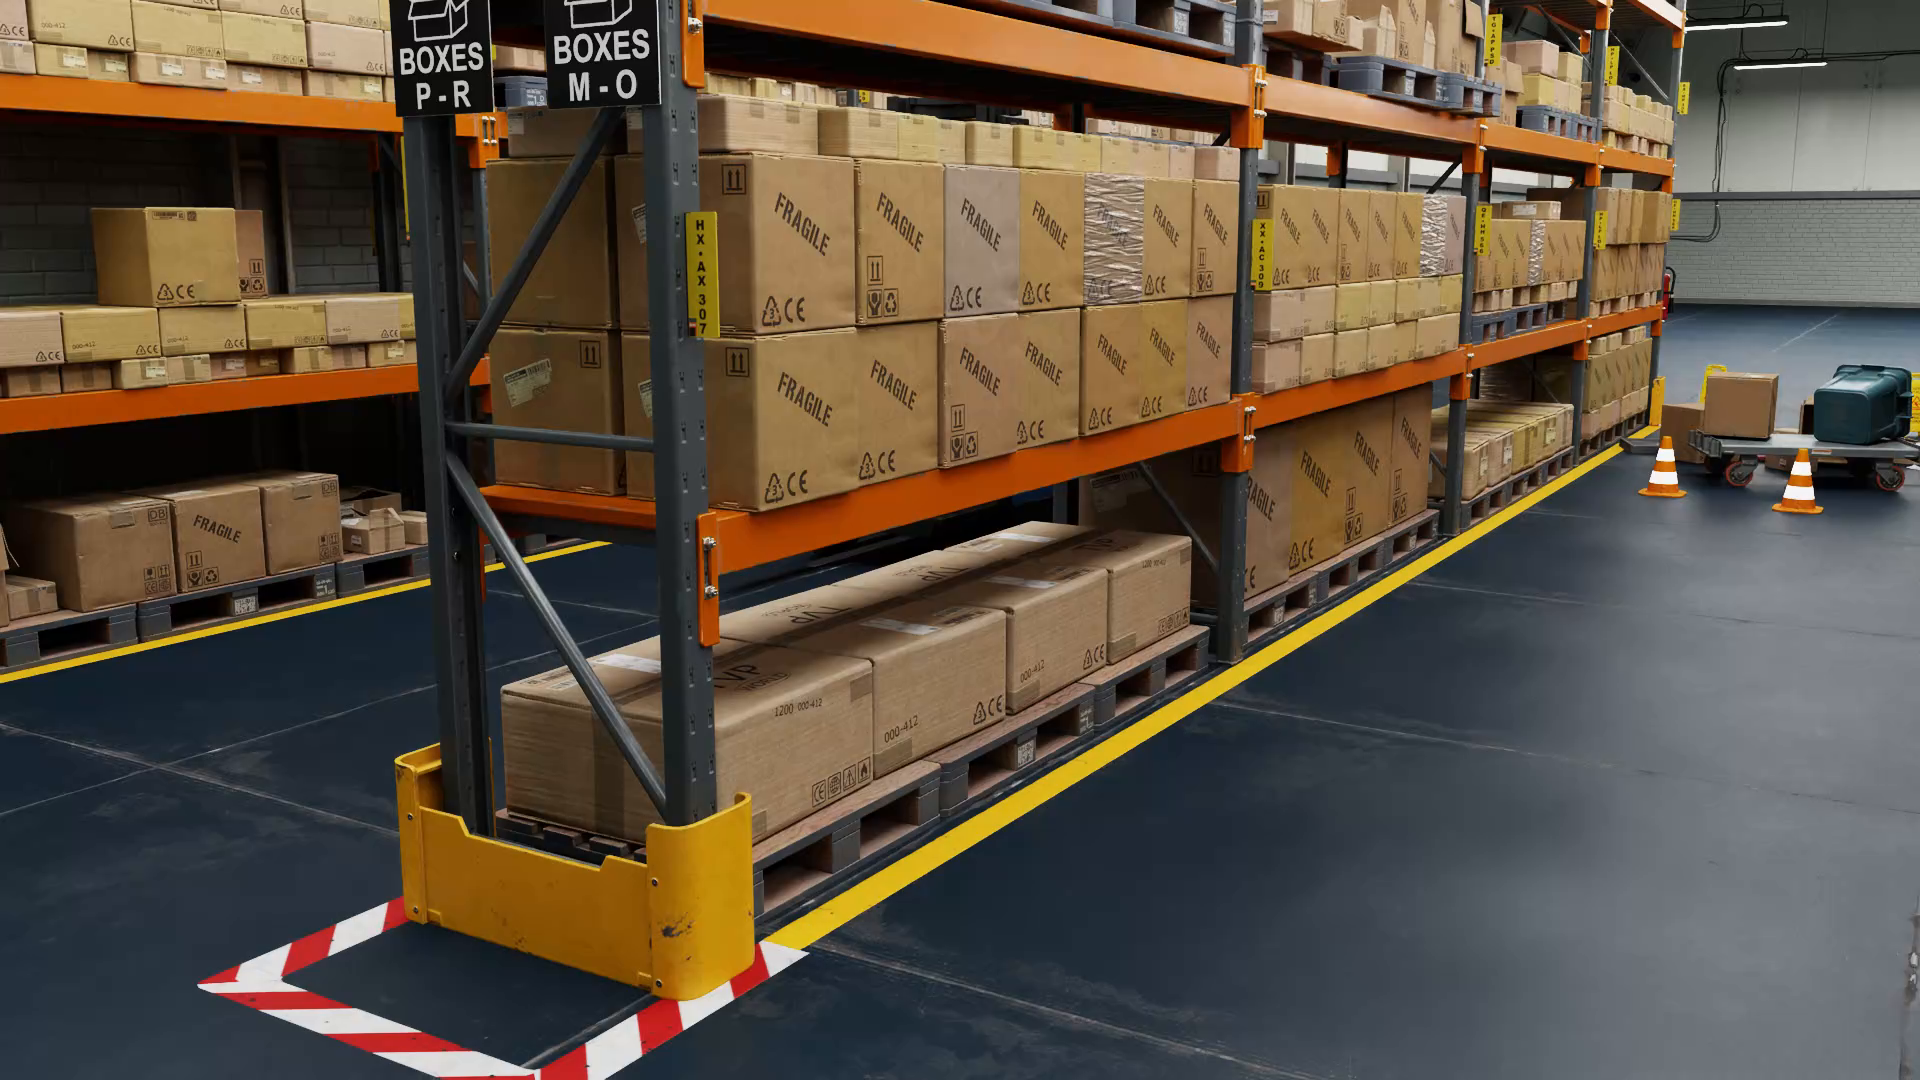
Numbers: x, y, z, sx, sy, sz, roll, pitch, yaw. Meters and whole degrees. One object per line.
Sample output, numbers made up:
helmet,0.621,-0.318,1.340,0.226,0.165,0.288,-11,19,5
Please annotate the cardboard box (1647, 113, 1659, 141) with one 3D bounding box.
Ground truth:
cardboard box,6.597,-4.081,16.466,0.500,0.250,0.500,7,13,32

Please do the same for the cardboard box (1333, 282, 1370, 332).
cardboard box,1.931,-1.290,9.158,0.500,0.250,0.500,7,12,31

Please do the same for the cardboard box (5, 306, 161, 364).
cardboard box,-4.403,-1.037,8.353,0.500,0.250,0.500,6,12,30

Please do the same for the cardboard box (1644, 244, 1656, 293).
cardboard box,6.850,-2.807,17.132,0.500,0.500,0.500,6,12,31

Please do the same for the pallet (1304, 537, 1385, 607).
pallet,1.899,0.135,10.074,1.003,0.211,1.213,6,12,31

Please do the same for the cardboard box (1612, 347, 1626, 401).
cardboard box,6.159,-1.630,16.216,0.500,0.500,0.500,7,13,34

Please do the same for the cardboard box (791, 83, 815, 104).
cardboard box,-1.367,-3.496,13.065,0.380,0.149,0.250,6,12,29

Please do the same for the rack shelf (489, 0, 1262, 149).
rack shelf,-0.109,-1.721,6.212,1.077,0.370,4.000,6,12,31

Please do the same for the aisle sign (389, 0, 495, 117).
aisle sign,-1.449,-1.582,4.600,0.394,0.787,0.004,6,12,31

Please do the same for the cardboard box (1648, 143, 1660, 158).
cardboard box,6.945,-3.989,17.056,0.380,0.149,0.250,7,13,32

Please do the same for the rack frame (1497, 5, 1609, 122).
rack frame,5.083,-5.121,14.271,1.000,3.000,0.127,6,12,31

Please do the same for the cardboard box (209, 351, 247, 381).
cardboard box,-4.080,-0.949,8.971,0.380,0.149,0.250,6,12,31

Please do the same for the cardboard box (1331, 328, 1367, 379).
cardboard box,1.931,-1.045,9.209,0.500,0.250,0.500,6,12,30

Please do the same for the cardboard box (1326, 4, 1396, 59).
cardboard box,2.178,-2.783,9.156,0.396,0.266,0.258,8,13,35

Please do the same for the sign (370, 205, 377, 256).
sign,-3.791,-2.010,10.806,0.100,0.325,0.005,6,12,31

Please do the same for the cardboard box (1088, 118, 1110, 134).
cardboard box,1.332,-4.294,17.274,0.380,0.149,0.250,7,13,32

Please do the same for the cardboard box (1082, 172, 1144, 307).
cardboard box,0.394,-1.195,6.609,0.500,0.500,0.500,7,12,31

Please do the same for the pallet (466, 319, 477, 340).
pallet,-2.806,-1.409,11.265,1.003,0.211,1.213,6,12,31

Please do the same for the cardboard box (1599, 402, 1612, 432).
cardboard box,5.888,-1.180,15.849,0.500,0.250,0.500,7,13,34

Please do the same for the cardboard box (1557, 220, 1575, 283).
cardboard box,4.783,-2.402,13.825,0.500,0.500,0.500,6,12,31

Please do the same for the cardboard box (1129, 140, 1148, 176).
cardboard box,0.558,-1.584,6.928,0.380,0.149,0.250,6,12,30

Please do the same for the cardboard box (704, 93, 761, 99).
cardboard box,-1.817,-3.156,12.332,0.500,0.250,0.500,6,12,31

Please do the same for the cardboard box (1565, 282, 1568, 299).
cardboard box,4.900,-2.109,14.022,0.380,0.149,0.250,6,12,29

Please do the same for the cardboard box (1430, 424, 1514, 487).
cardboard box,3.685,-0.663,12.759,0.950,0.372,0.625,6,12,30

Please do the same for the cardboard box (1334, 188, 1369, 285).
cardboard box,1.907,-1.658,9.086,0.500,0.500,0.500,6,12,29

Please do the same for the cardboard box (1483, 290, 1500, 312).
cardboard box,3.691,-1.740,12.052,0.380,0.149,0.250,5,12,27

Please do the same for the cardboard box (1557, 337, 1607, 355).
cardboard box,5.737,-1.796,15.341,0.380,0.149,0.250,7,12,32

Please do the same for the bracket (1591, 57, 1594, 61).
bracket,16.110,-12.184,42.213,0.076,0.066,4.783,6,12,31

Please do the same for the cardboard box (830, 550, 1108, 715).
cardboard box,0.048,0.368,7.074,0.875,0.438,0.875,6,12,29

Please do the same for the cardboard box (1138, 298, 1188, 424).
cardboard box,0.645,-0.785,7.138,0.500,0.500,0.500,6,12,29

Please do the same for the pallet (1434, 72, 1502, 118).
pallet,2.718,-2.819,10.636,1.213,0.211,1.003,7,13,33

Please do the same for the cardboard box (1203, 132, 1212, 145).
cardboard box,2.745,-4.723,19.561,0.380,0.149,0.250,6,12,29

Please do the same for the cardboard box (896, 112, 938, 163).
cardboard box,-0.297,-1.295,5.385,0.380,0.149,0.250,6,12,29

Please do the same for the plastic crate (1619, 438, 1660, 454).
plastic crate,6.599,-0.906,15.992,0.402,0.080,0.583,2,11,11

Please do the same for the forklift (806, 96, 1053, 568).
forklift,-0.325,-1.341,10.568,1.130,2.935,3.031,6,12,30

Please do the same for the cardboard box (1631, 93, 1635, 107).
cardboard box,6.155,-4.144,15.717,0.380,0.149,0.250,6,12,30

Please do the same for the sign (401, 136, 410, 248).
sign,-1.603,-1.025,4.902,0.100,0.325,0.005,6,12,31

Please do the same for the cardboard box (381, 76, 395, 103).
cardboard box,-3.378,-2.616,9.722,0.380,0.149,0.250,6,12,31

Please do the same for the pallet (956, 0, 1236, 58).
pallet,0.496,-2.218,7.152,1.003,0.211,1.213,6,12,31

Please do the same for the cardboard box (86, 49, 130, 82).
cardboard box,-4.343,-2.336,8.228,0.380,0.149,0.250,6,12,30

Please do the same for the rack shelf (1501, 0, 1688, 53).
rack shelf,6.122,-5.081,16.017,1.077,0.370,4.000,6,12,31

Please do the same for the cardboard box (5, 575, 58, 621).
cardboard box,-4.739,0.286,8.298,0.380,0.149,0.250,6,12,28

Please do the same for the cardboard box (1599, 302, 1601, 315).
cardboard box,5.720,-2.158,15.424,0.380,0.149,0.250,6,12,30

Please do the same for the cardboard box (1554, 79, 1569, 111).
cardboard box,4.637,-3.595,13.535,0.500,0.250,0.500,7,12,31

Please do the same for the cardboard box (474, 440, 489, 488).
cardboard box,-2.871,-0.421,11.115,0.500,0.500,0.500,7,13,33

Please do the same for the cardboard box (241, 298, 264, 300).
cardboard box,-4.326,-1.248,9.483,0.500,0.250,0.500,7,13,32

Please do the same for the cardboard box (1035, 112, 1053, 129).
cardboard box,0.672,-4.195,16.305,0.500,0.311,0.500,6,12,29

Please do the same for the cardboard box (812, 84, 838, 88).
cardboard box,-1.163,-3.678,13.226,0.380,0.149,0.250,7,13,33

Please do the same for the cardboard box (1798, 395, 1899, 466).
cardboard box,7.933,-0.975,14.843,0.797,0.637,0.503,6,12,31

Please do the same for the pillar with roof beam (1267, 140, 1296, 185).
pillar with roof beam,8.578,-6.733,22.880,9.100,9.000,0.400,6,12,31

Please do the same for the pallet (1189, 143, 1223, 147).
pallet,2.527,-4.598,19.864,1.003,0.211,1.213,6,12,31

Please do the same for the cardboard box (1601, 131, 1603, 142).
cardboard box,5.459,-3.549,14.708,0.380,0.149,0.250,6,12,30

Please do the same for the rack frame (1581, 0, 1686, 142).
rack frame,7.160,-5.751,17.631,1.000,3.000,0.127,6,12,31

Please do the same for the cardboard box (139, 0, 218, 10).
cardboard box,-4.161,-2.837,8.461,0.500,0.250,0.500,7,13,32
